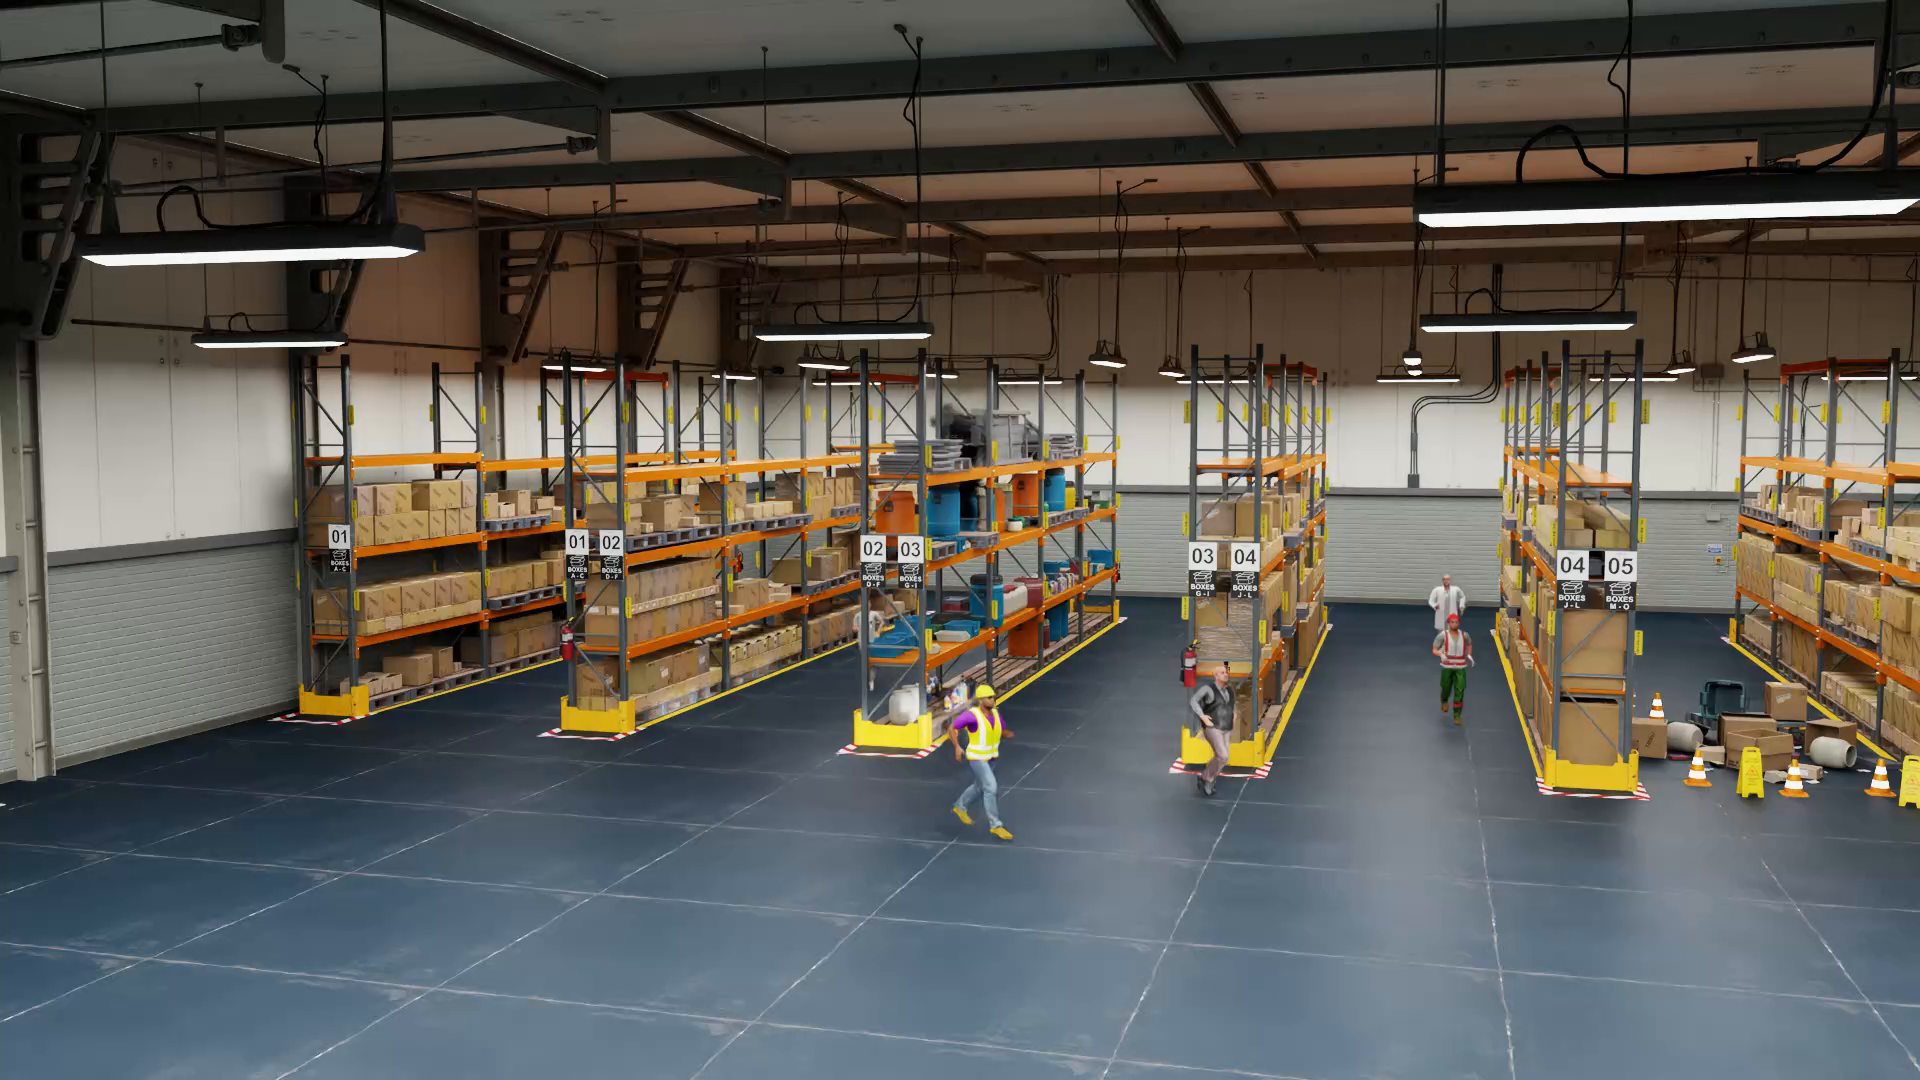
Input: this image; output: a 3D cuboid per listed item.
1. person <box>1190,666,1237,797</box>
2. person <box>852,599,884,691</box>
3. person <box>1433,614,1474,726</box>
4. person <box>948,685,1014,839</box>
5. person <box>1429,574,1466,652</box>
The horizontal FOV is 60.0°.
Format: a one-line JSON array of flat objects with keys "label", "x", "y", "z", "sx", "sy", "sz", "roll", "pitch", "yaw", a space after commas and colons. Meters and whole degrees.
[{"label": "person", "x": 3.412, "y": 2.513, "z": 21.915, "sx": 0.688, "sy": 1.704, "sz": 0.595, "roll": -3, "pitch": 5, "yaw": -35}, {"label": "person", "x": -1.695, "y": 1.897, "z": 30.424, "sx": 0.542, "sy": 1.710, "sz": 0.726, "roll": 1, "pitch": 4, "yaw": 10}, {"label": "person", "x": 8.016, "y": 2.079, "z": 27.009, "sx": 0.664, "sy": 1.773, "sz": 0.915, "roll": 0, "pitch": 4, "yaw": 5}, {"label": "person", "x": 0.266, "y": 2.605, "z": 19.800, "sx": 0.963, "sy": 1.775, "sz": 0.689, "roll": 3, "pitch": 6, "yaw": 39}, {"label": "person", "x": 9.946, "y": 1.571, "z": 33.965, "sx": 0.724, "sy": 1.742, "sz": 1.079, "roll": 1, "pitch": 4, "yaw": 17}]
